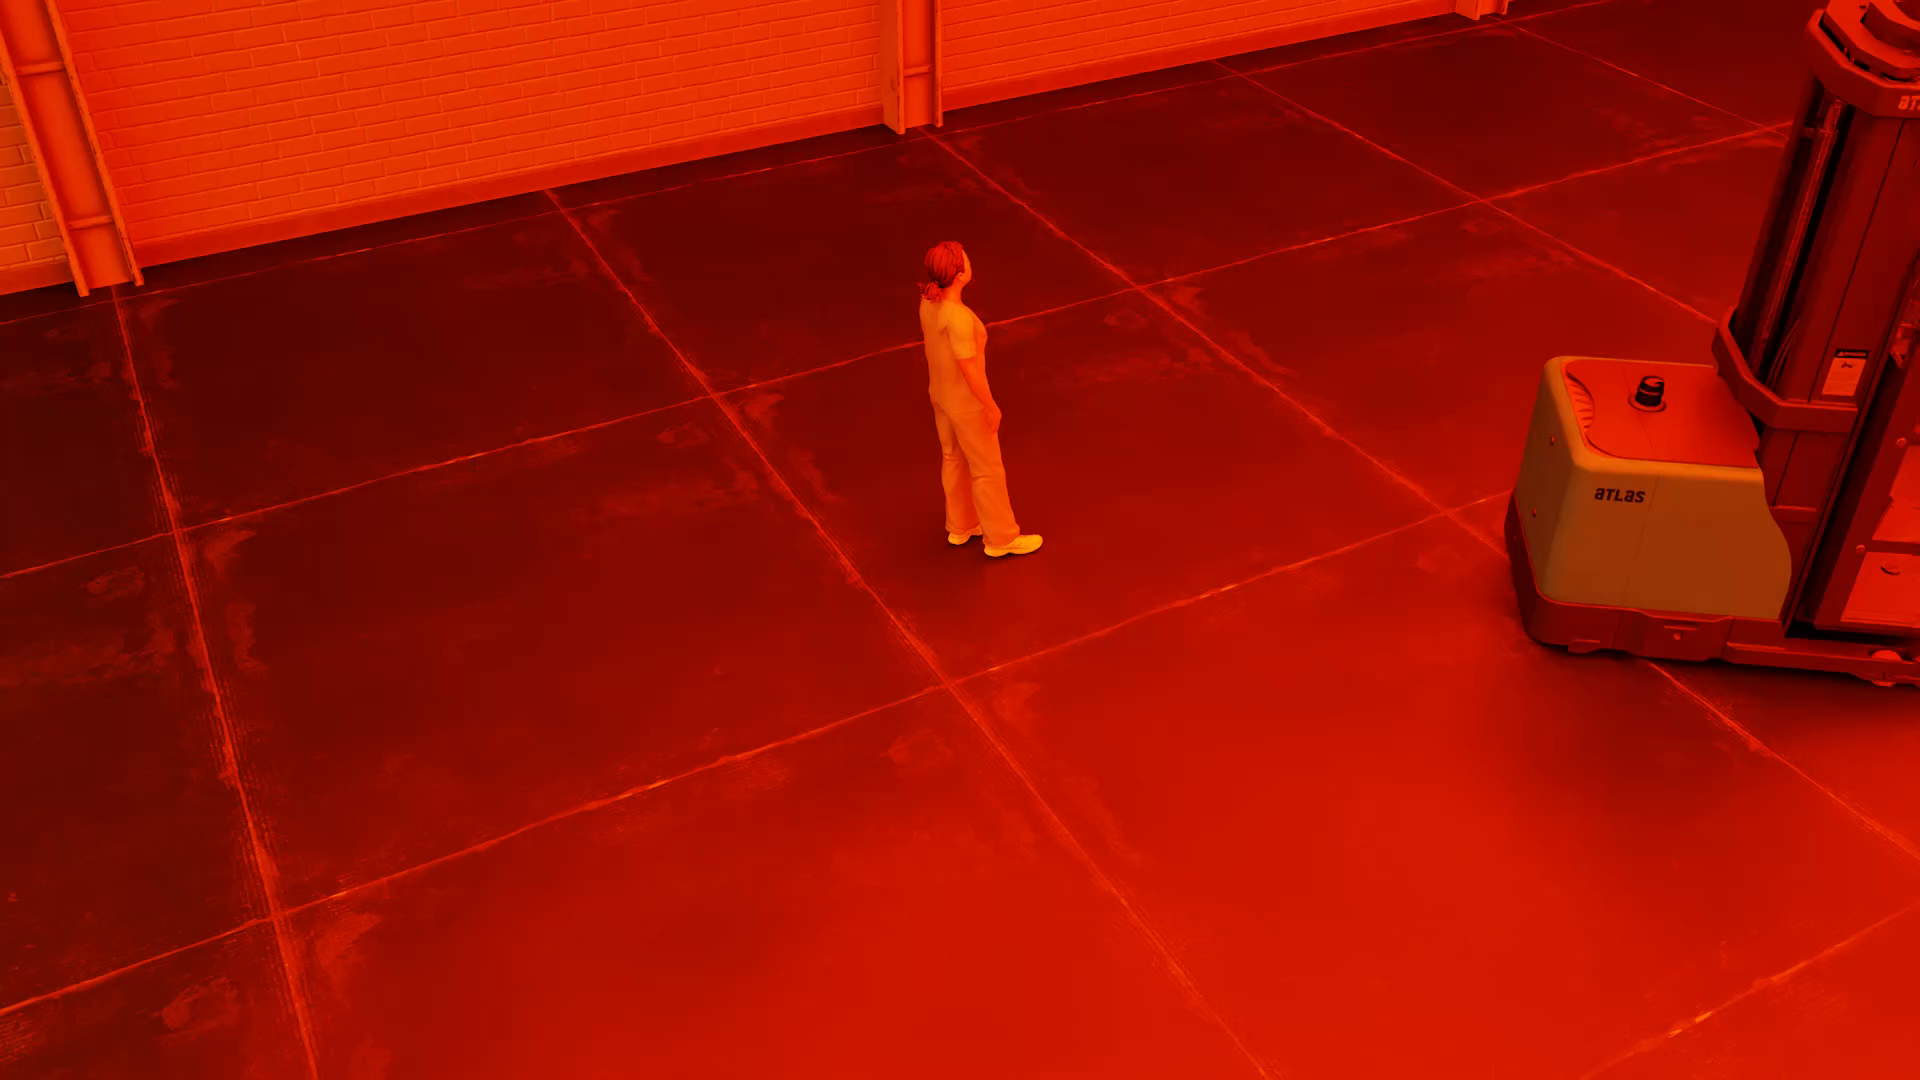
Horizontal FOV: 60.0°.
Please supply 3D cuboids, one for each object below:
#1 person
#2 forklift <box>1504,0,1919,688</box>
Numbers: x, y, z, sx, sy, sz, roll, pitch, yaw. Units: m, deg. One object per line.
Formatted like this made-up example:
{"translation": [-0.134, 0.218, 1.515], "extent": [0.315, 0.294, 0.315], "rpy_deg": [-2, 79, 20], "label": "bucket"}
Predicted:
{"translation": [0.071, -0.698, 8.197], "extent": [0.549, 1.664, 0.550], "rpy_deg": [-17, 39, -23], "label": "person"}
{"translation": [4.260, -0.833, 7.302], "extent": [3.031, 2.935, 1.130], "rpy_deg": [5, 36, 6], "label": "forklift"}
